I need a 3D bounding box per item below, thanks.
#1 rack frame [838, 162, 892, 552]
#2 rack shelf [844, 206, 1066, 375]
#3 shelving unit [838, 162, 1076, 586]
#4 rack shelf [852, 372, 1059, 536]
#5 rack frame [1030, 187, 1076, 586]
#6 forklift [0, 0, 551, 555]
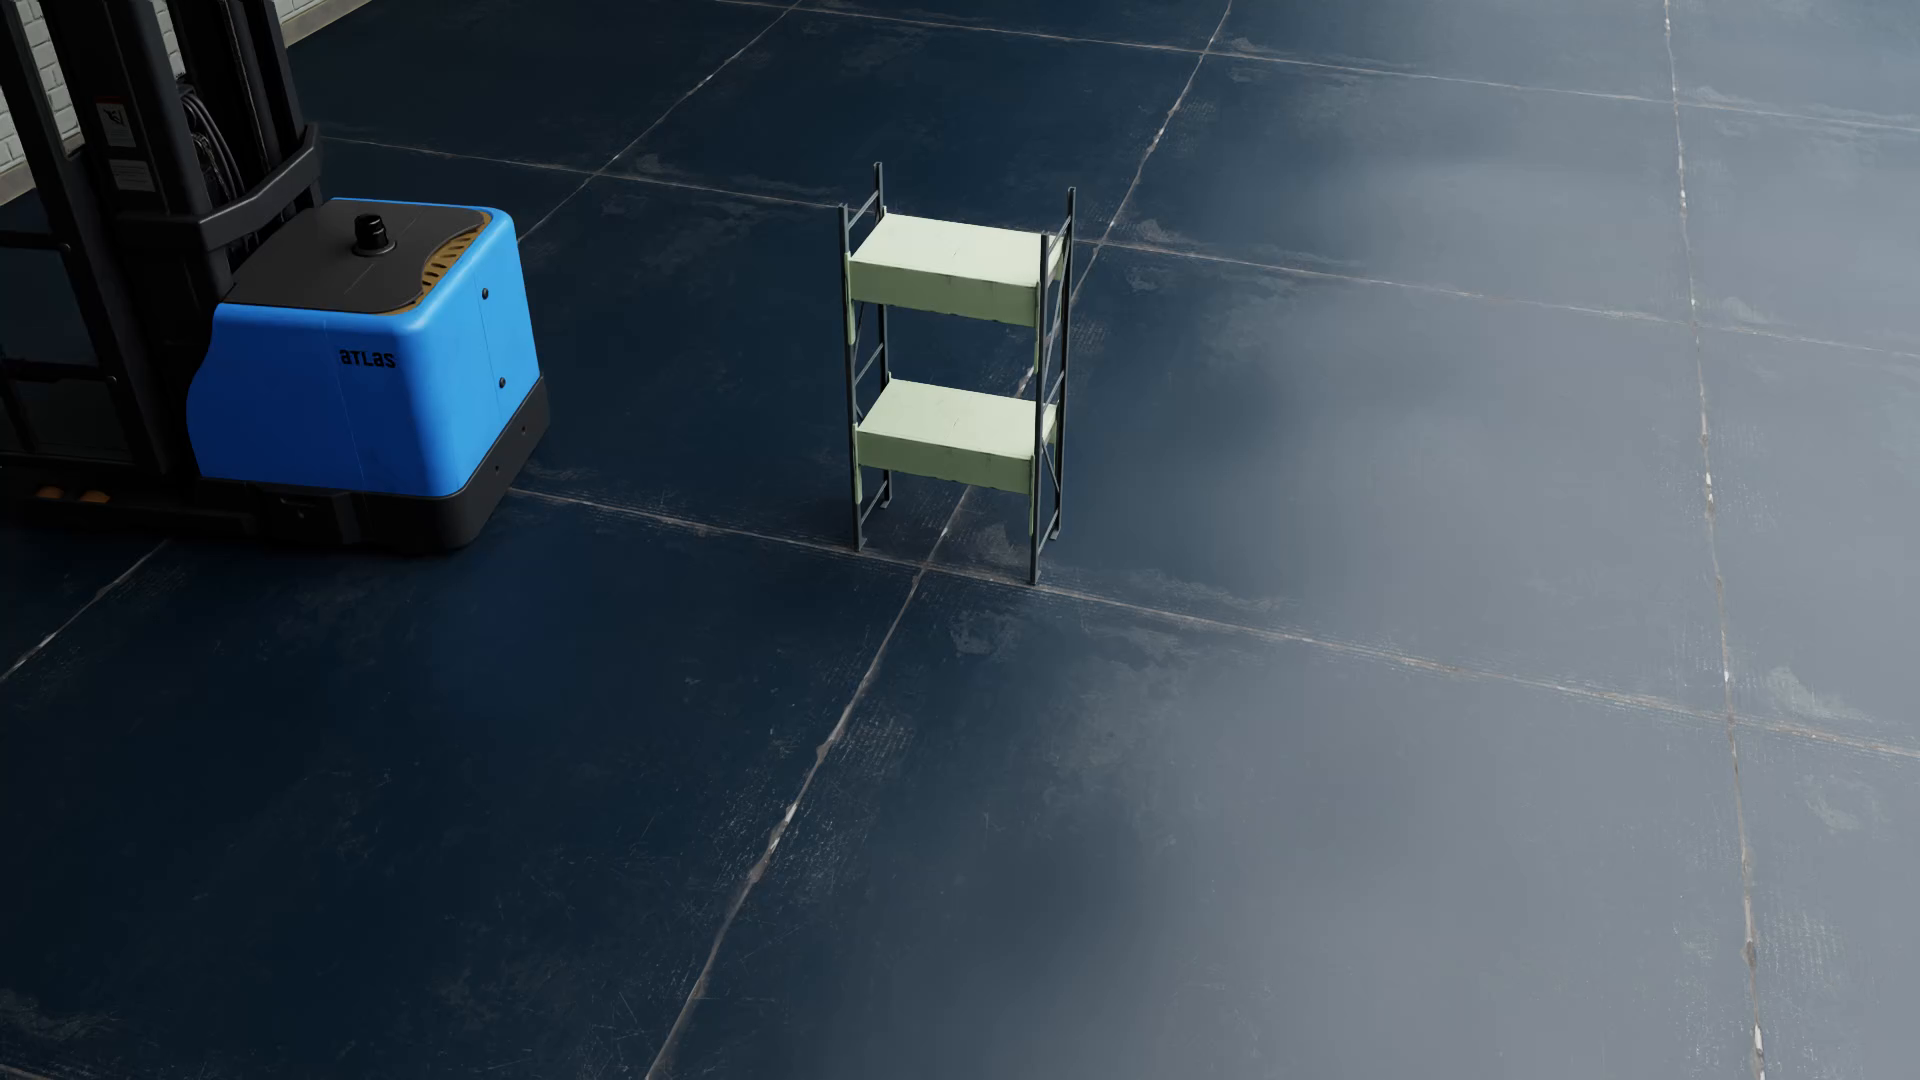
[{"bbox_3d":[-0.356,-0.670,6.395,0.023,1.500,0.400,10,38,14],"label":"rack frame"},{"bbox_3d":[-0.006,-0.919,6.076,0.720,0.370,0.431,10,38,14],"label":"rack shelf"},{"bbox_3d":[-0.006,-0.605,6.307,0.755,1.500,0.431,10,38,14],"label":"shelving unit"},{"bbox_3d":[-0.006,-0.343,6.500,0.720,0.370,0.431,10,38,14],"label":"rack shelf"},{"bbox_3d":[0.343,-0.541,6.219,0.023,1.500,0.400,10,38,14],"label":"rack frame"},{"bbox_3d":[-3.366,-1.519,6.342,3.031,2.935,1.130,5,37,7],"label":"forklift"}]
